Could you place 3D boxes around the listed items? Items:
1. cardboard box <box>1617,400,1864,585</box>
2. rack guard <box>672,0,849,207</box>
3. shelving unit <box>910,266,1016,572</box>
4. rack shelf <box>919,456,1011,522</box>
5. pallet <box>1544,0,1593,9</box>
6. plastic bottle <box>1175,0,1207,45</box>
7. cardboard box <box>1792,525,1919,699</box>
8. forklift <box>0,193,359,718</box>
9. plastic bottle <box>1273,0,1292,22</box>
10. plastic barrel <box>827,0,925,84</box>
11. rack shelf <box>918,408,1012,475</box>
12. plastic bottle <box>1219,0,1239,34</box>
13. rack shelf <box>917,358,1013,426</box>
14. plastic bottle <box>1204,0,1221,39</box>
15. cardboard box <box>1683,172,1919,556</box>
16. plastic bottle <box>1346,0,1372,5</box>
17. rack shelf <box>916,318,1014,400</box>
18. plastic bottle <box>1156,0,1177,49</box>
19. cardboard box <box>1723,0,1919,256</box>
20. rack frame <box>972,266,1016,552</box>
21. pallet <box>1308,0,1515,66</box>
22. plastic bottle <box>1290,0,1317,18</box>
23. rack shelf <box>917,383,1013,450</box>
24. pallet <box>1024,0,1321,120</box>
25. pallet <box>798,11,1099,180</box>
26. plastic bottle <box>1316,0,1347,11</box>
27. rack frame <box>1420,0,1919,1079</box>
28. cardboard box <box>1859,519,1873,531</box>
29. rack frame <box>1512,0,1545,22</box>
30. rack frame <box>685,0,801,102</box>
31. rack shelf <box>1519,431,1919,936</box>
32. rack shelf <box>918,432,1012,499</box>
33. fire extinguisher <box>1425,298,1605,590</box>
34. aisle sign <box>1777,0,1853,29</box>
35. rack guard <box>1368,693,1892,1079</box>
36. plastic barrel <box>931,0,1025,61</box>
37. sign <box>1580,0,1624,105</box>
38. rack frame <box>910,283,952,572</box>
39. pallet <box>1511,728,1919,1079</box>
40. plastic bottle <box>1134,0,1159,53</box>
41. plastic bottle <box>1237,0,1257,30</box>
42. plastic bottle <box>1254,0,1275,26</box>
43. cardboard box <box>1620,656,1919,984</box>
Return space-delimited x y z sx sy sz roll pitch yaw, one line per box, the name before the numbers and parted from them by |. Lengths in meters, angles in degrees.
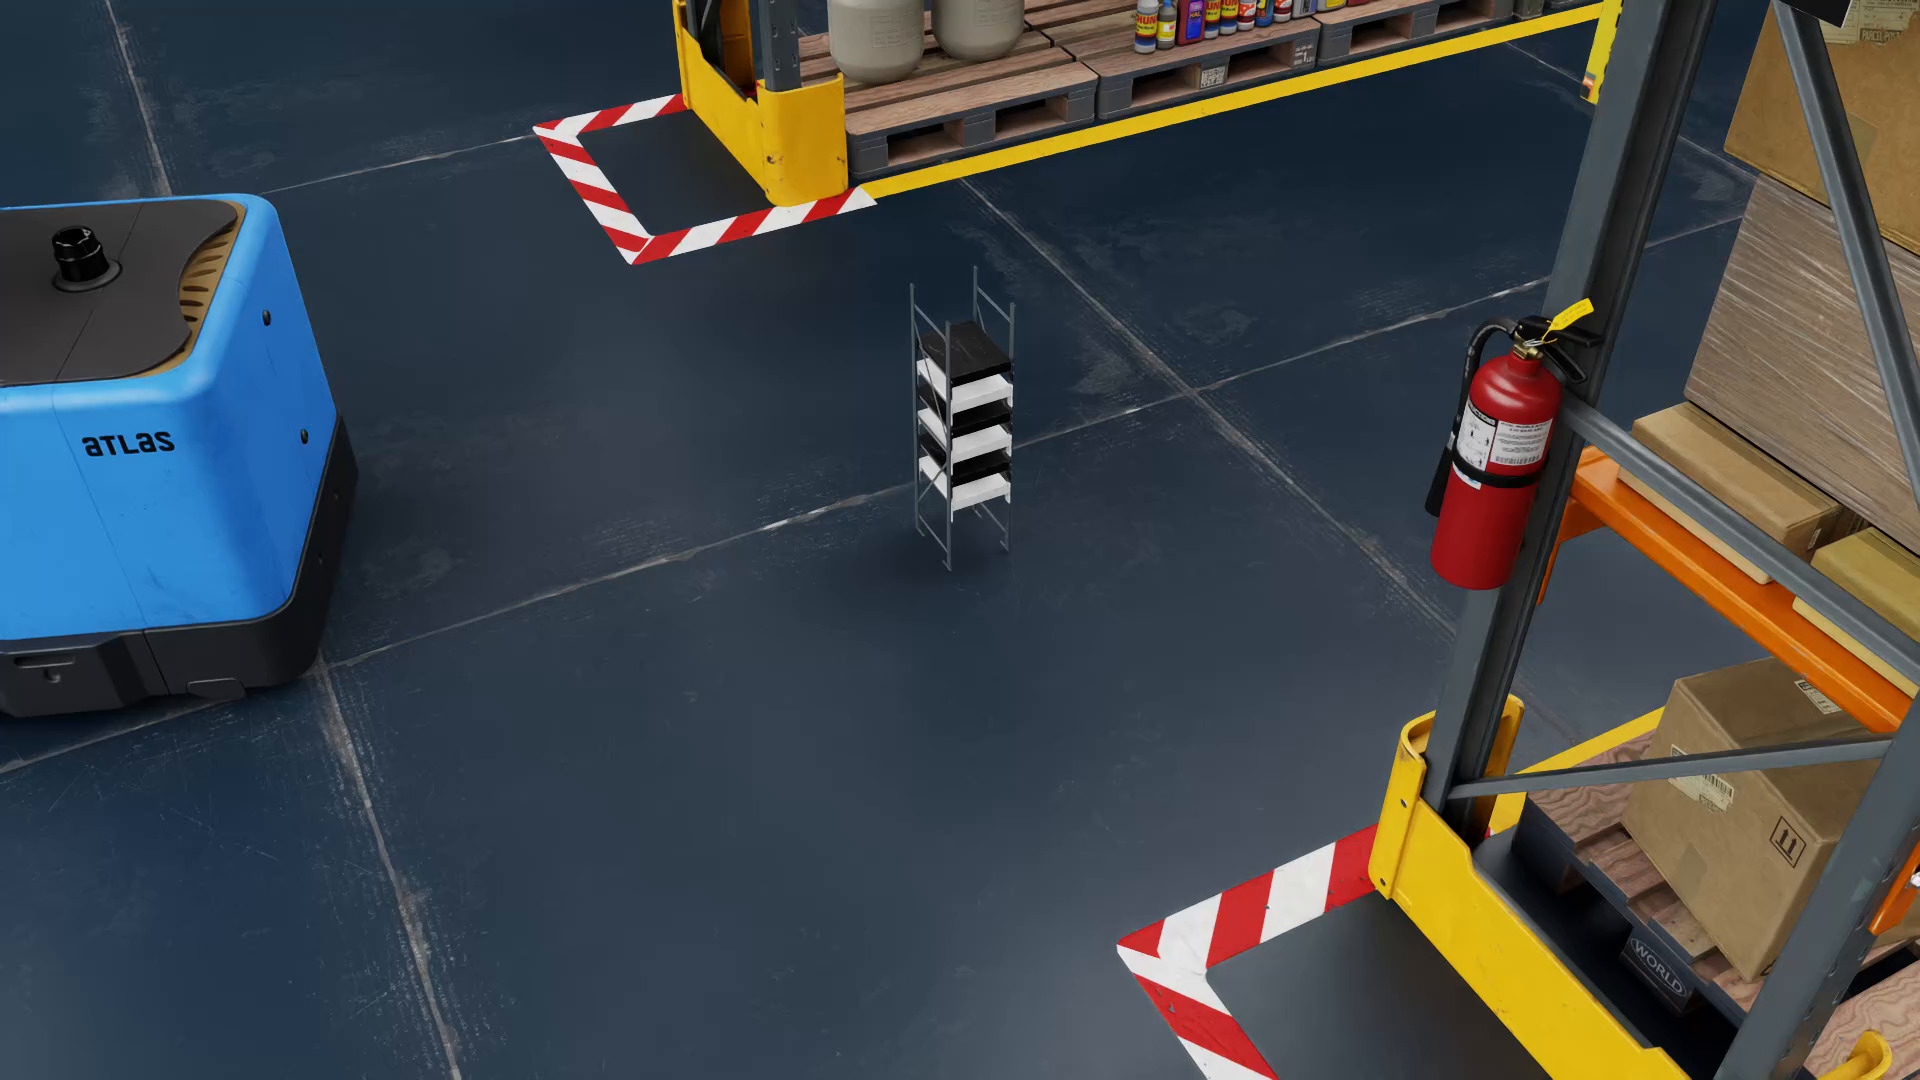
cardboard box | 1.531 -0.112 3.256 0.250 0.149 0.380 -19 44 -21
rack guard | -0.869 -1.939 7.153 0.348 0.500 1.175 -19 44 -21
shelving unit | 0.007 -0.346 4.962 0.210 0.900 0.258 -19 44 -21
rack shelf | 0.007 -0.183 5.100 0.200 0.077 0.258 -19 44 -21
pallet | 3.312 -3.229 8.902 1.213 0.211 1.003 -19 44 -21
plastic bottle | 1.047 -2.394 7.518 0.133 0.283 0.061 -18 43 -20
cardboard box | 1.736 0.142 2.955 0.250 0.149 0.380 -19 44 -21
forklift | -3.393 -0.873 4.013 3.031 2.935 1.130 -5 40 -6
plastic bottle | 1.501 -2.529 7.741 0.097 0.201 0.097 0 40 0
plastic barrel | -0.366 -2.294 7.239 0.421 0.512 0.421 0 40 0
rack shelf | 0.007 -0.320 4.984 0.200 0.077 0.258 -19 44 -21
plastic bottle | 1.230 -2.464 7.611 0.097 0.271 0.097 0 40 0
rack shelf | 0.007 -0.458 4.867 0.200 0.077 0.258 -19 44 -21
plastic bottle | 1.142 -2.435 7.576 0.097 0.271 0.097 0 40 0
cardboard box | 1.874 -0.305 2.981 0.500 0.500 0.875 -19 44 -21
plastic bottle | 1.900 -2.681 7.857 0.133 0.283 0.061 -16 43 -18
rack shelf | 0.007 -0.527 4.809 0.200 0.077 0.258 -19 44 -21
plastic bottle | 0.929 -2.336 7.514 0.097 0.201 0.097 0 40 0
cardboard box | 1.747 -0.844 2.844 0.500 0.500 0.500 -19 44 -21
rack frame | 0.097 -0.376 4.998 0.006 0.900 0.240 -19 44 -21
pallet | 2.018 -2.796 8.390 1.213 0.211 1.003 -19 44 -21
plastic bottle | 1.593 -2.608 7.777 0.135 0.276 0.152 -18 43 -20
rack shelf | 0.007 -0.389 4.925 0.200 0.077 0.258 -19 44 -21
pallet | 0.935 -2.429 7.957 1.213 0.211 1.003 -19 44 -21
pallet | -0.146 -2.068 7.530 1.213 0.211 1.003 -19 44 -21
plastic bottle | 1.739 -2.683 7.807 0.185 0.351 0.144 -19 44 -21
rack frame | 1.374 -0.005 2.934 0.127 3.000 1.000 -19 44 -21
cardboard box | 1.753 -0.187 3.343 0.250 0.149 0.380 -19 44 -21
rack frame | 2.633 -4.037 7.697 0.127 3.000 1.000 -19 44 -21
rack frame | -0.914 -2.843 6.287 0.127 3.000 1.000 -19 44 -21
rack shelf | 3.147 -0.327 3.872 4.000 0.370 1.077 -19 44 -21
rack shelf | 0.007 -0.252 5.042 0.200 0.077 0.258 -19 44 -21
fire extinguisher | 1.059 -0.205 3.231 0.183 0.674 0.296 -19 44 -21
aisle sign | 1.180 -1.151 2.276 0.004 0.787 0.394 -19 44 -21
rack guard | 1.441 0.926 3.769 0.348 0.500 1.175 -19 44 -21
plastic barrel | 0.079 -2.444 7.416 0.421 0.512 0.421 0 40 0
sign | 1.135 -0.892 2.841 0.005 0.325 0.100 -19 44 -21
rack frame | -0.083 -0.316 4.926 0.006 0.900 0.240 -19 44 -21
pallet | 2.178 0.814 4.124 1.213 0.211 1.003 -19 44 -21
plastic bottle | 0.838 -2.332 7.455 0.097 0.271 0.097 0 40 0
plastic bottle | 1.318 -2.467 7.668 0.097 0.201 0.097 0 40 0
plastic bottle | 1.410 -2.525 7.682 0.097 0.271 0.097 0 40 0
cardboard box | 1.935 0.612 3.815 0.500 0.500 0.500 -11 41 -13
